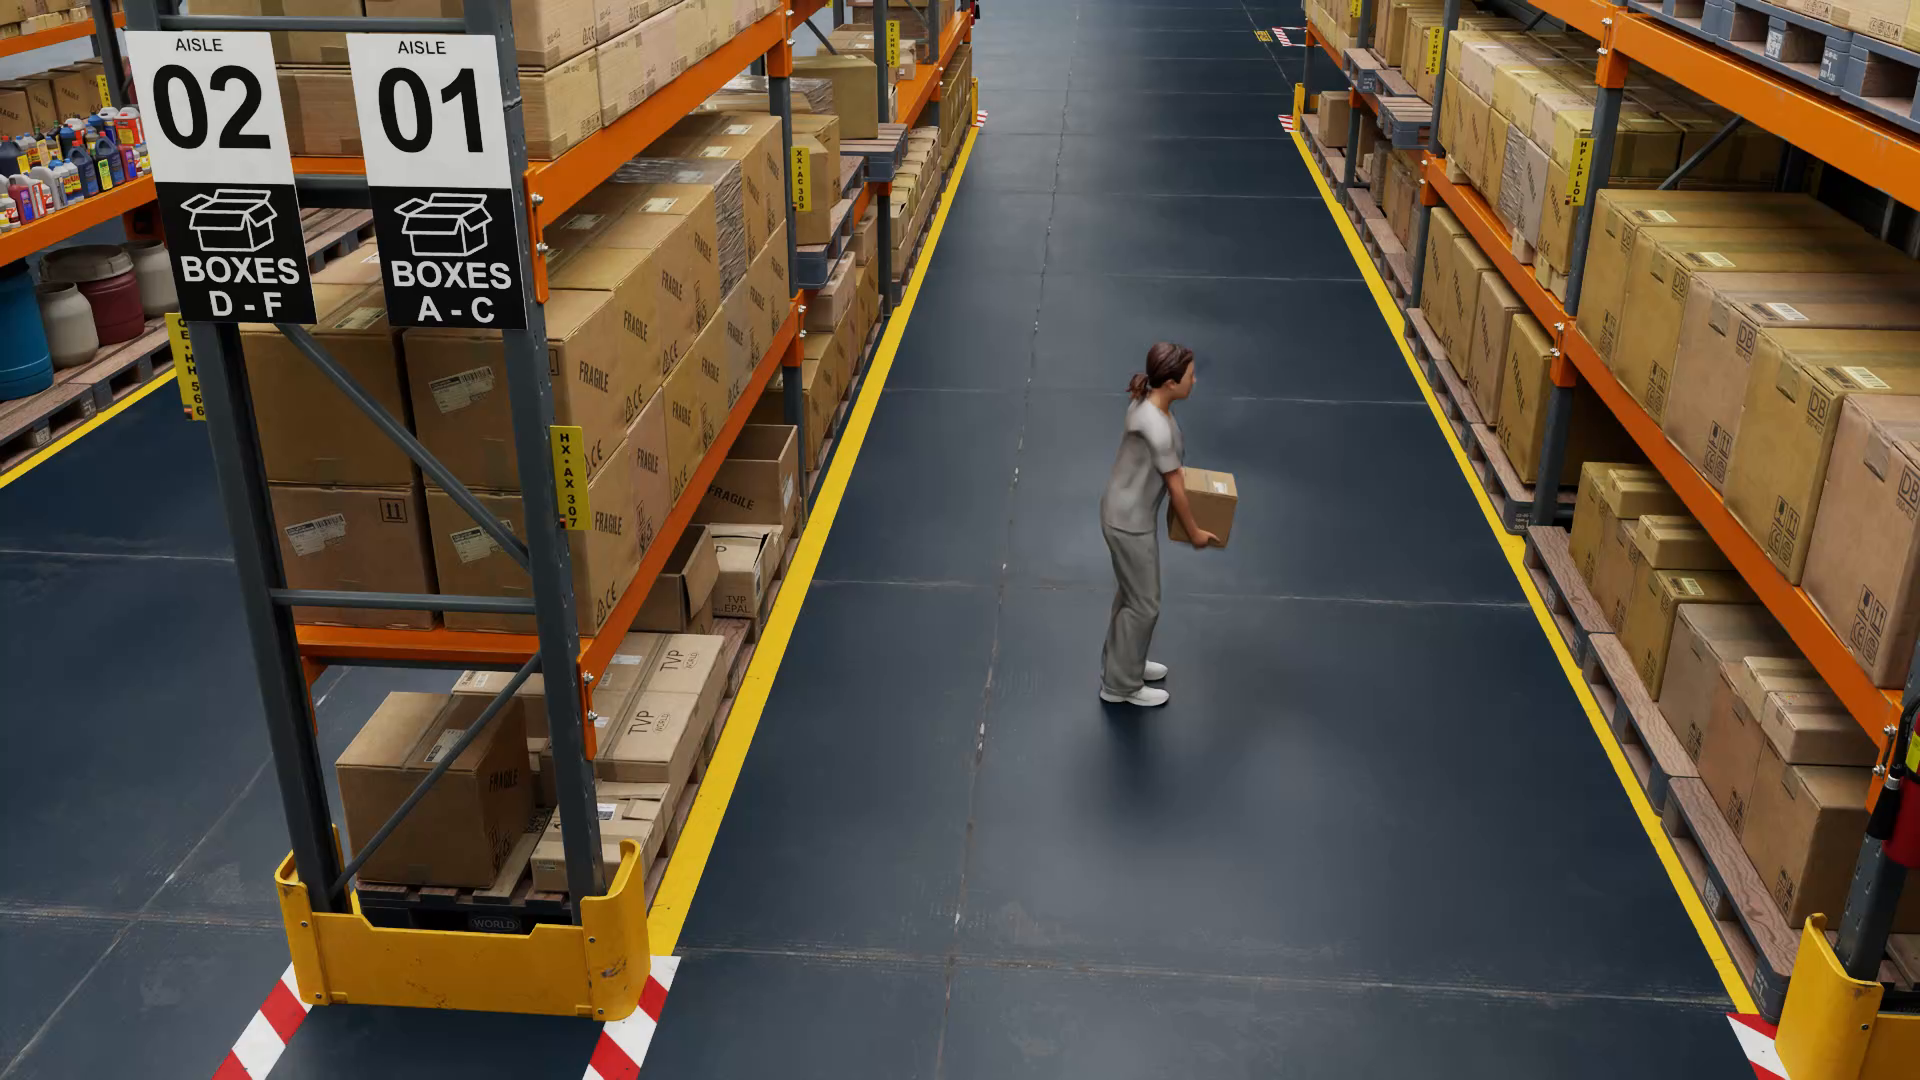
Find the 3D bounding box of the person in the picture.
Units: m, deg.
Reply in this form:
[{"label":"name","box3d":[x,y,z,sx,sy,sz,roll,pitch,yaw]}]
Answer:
[{"label":"person","box3d":[0.870,-0.073,7.295,0.519,1.658,0.409,1,25,3]}]
